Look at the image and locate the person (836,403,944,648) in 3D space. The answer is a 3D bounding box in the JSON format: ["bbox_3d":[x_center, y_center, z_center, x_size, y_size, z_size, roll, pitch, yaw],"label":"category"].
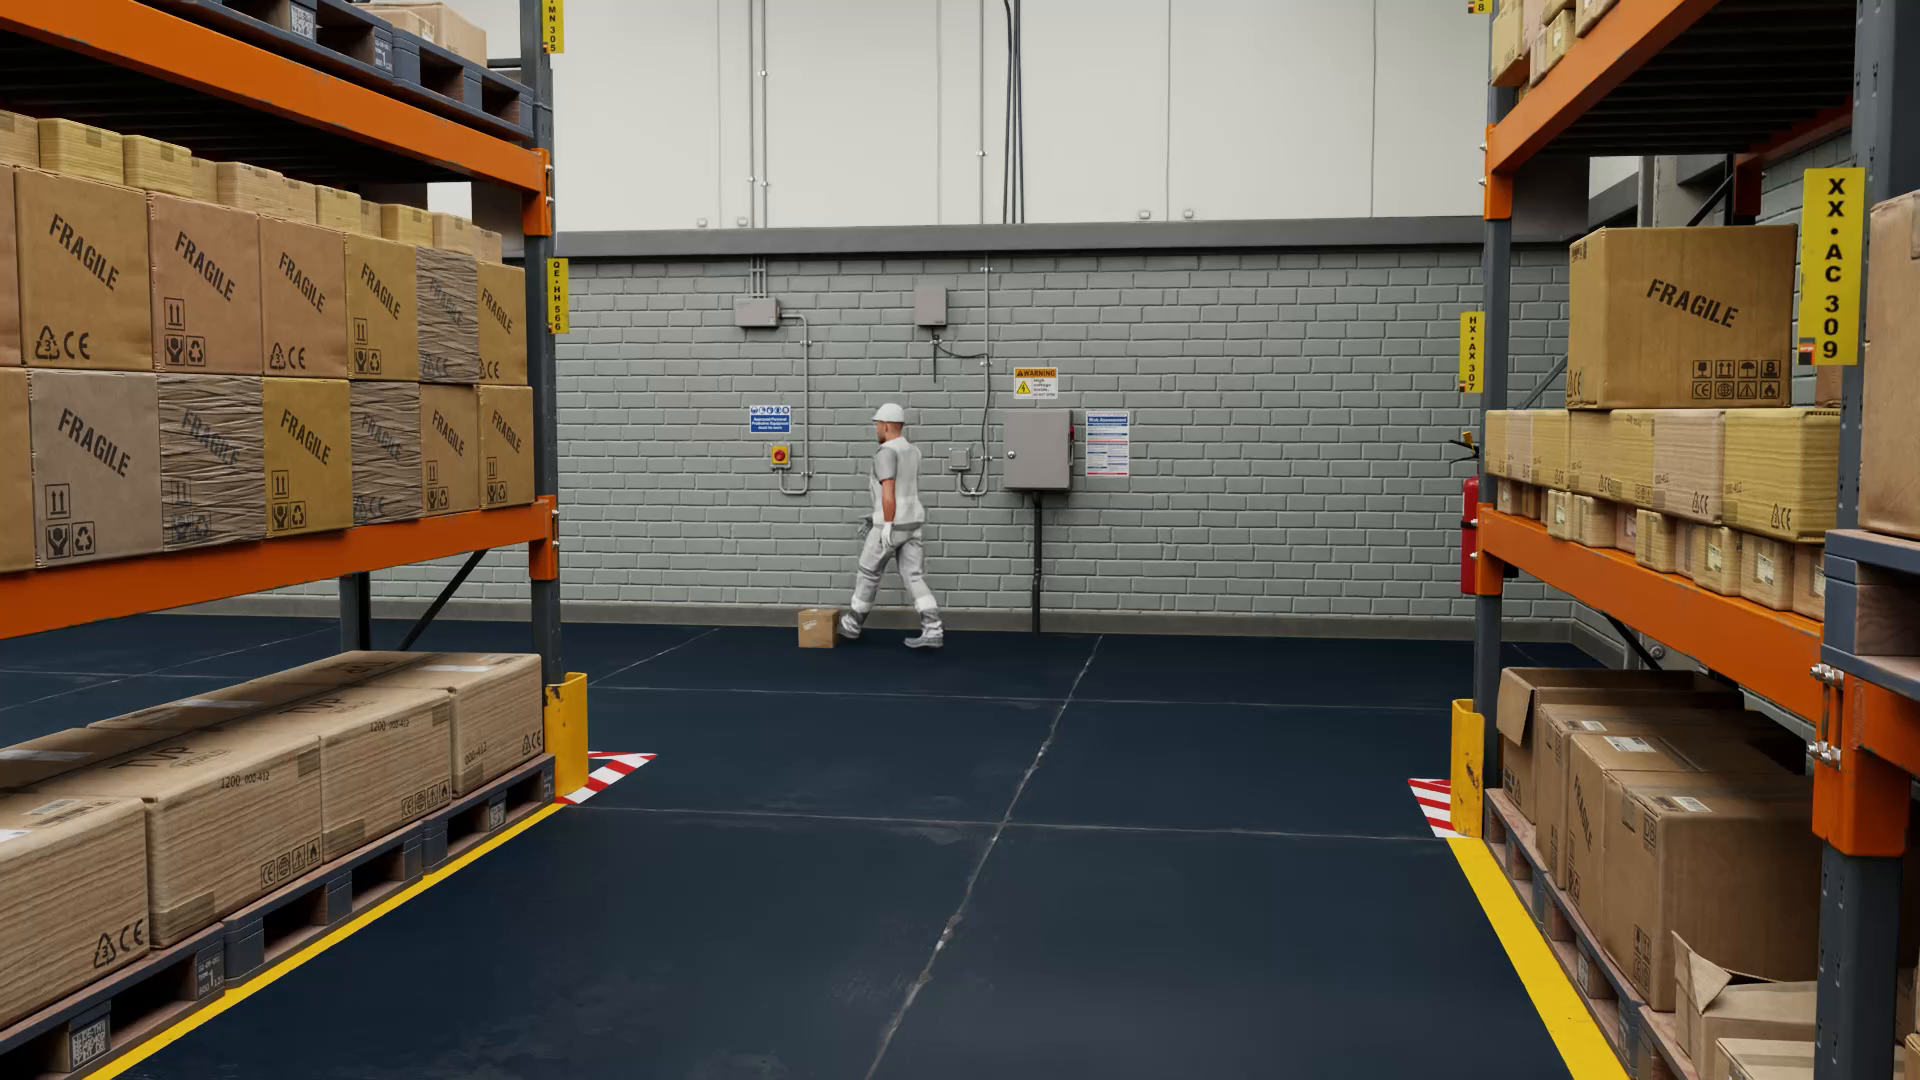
[{"bbox_3d":[-0.549,-0.114,11.830,1.041,1.712,0.547,3,5,36],"label":"person"}]
